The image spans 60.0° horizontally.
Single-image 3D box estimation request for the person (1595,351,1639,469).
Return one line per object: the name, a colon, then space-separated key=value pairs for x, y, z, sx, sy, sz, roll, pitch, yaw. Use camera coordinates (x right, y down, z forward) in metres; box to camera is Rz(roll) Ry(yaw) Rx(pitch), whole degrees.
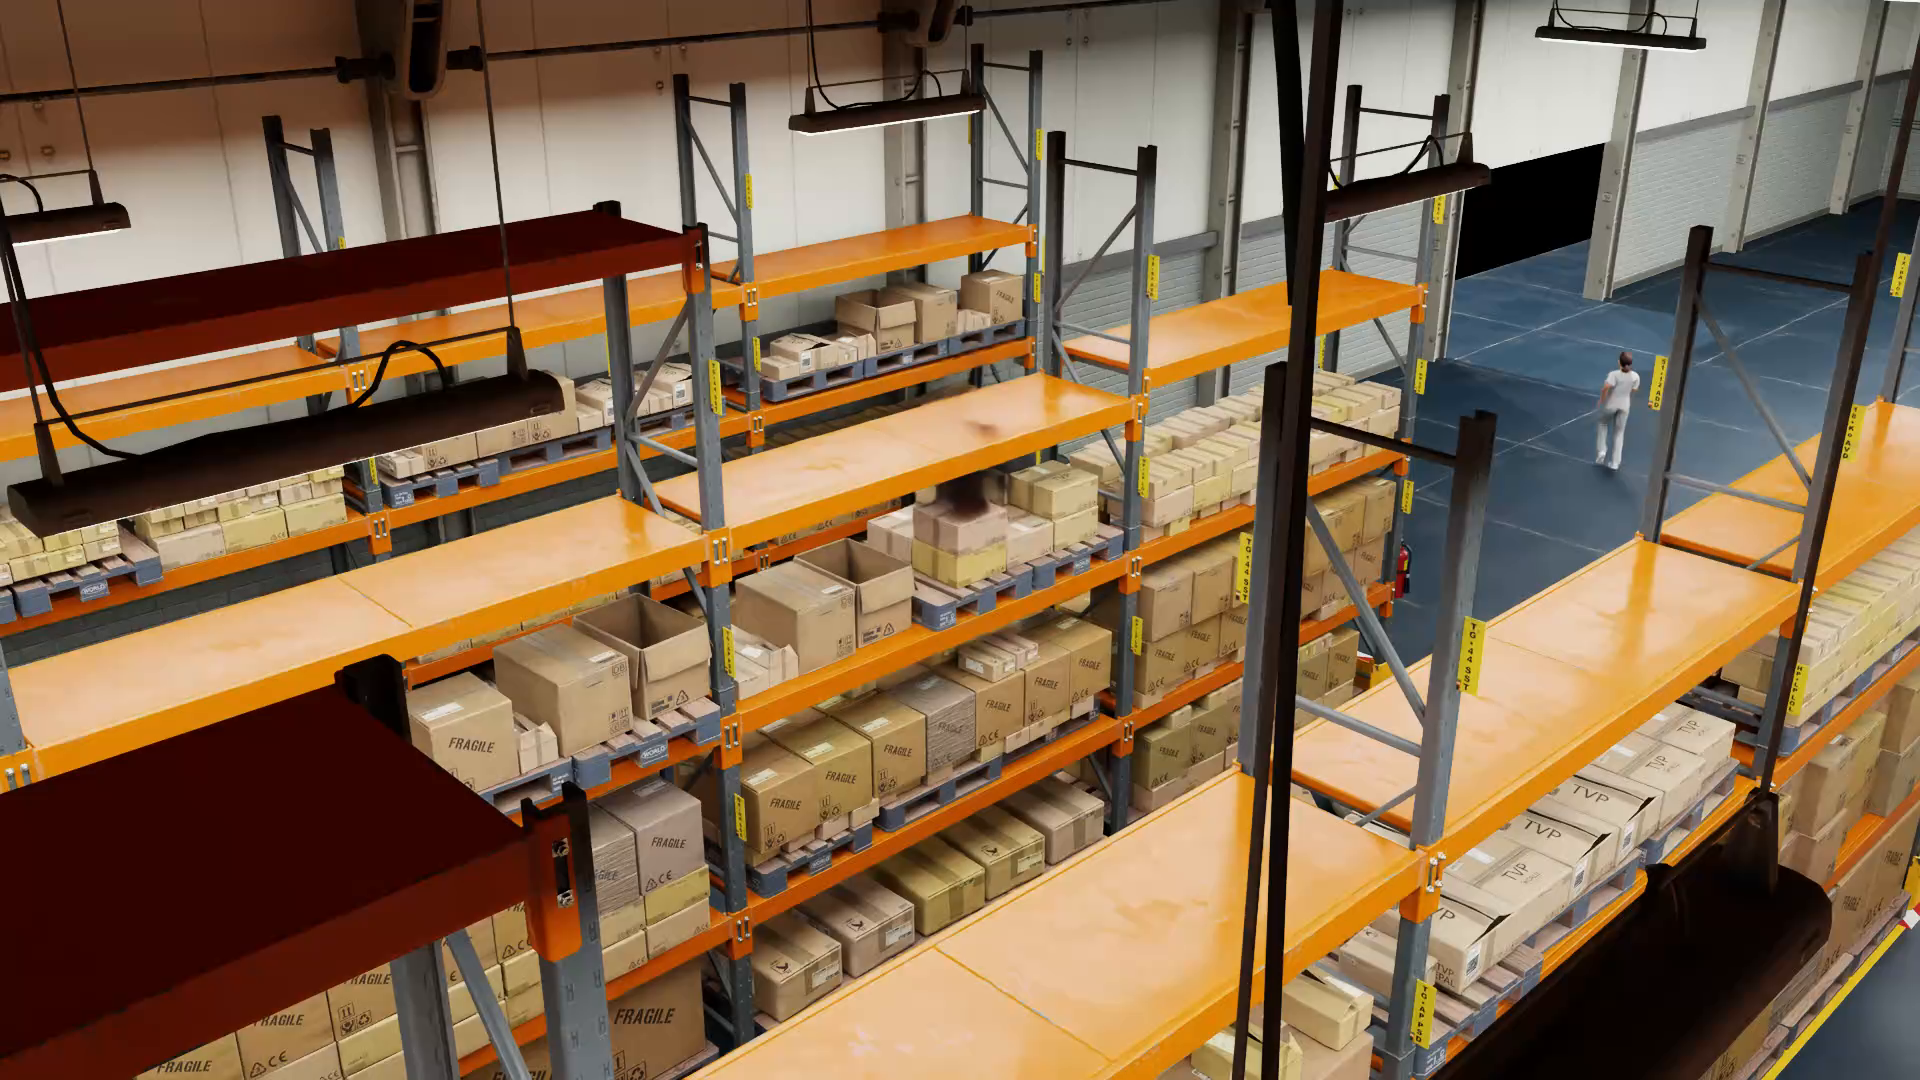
person: x=9.071 y=-1.801 z=23.034 sx=0.532 sy=1.693 sz=0.707 roll=3 pitch=23 yaw=8
